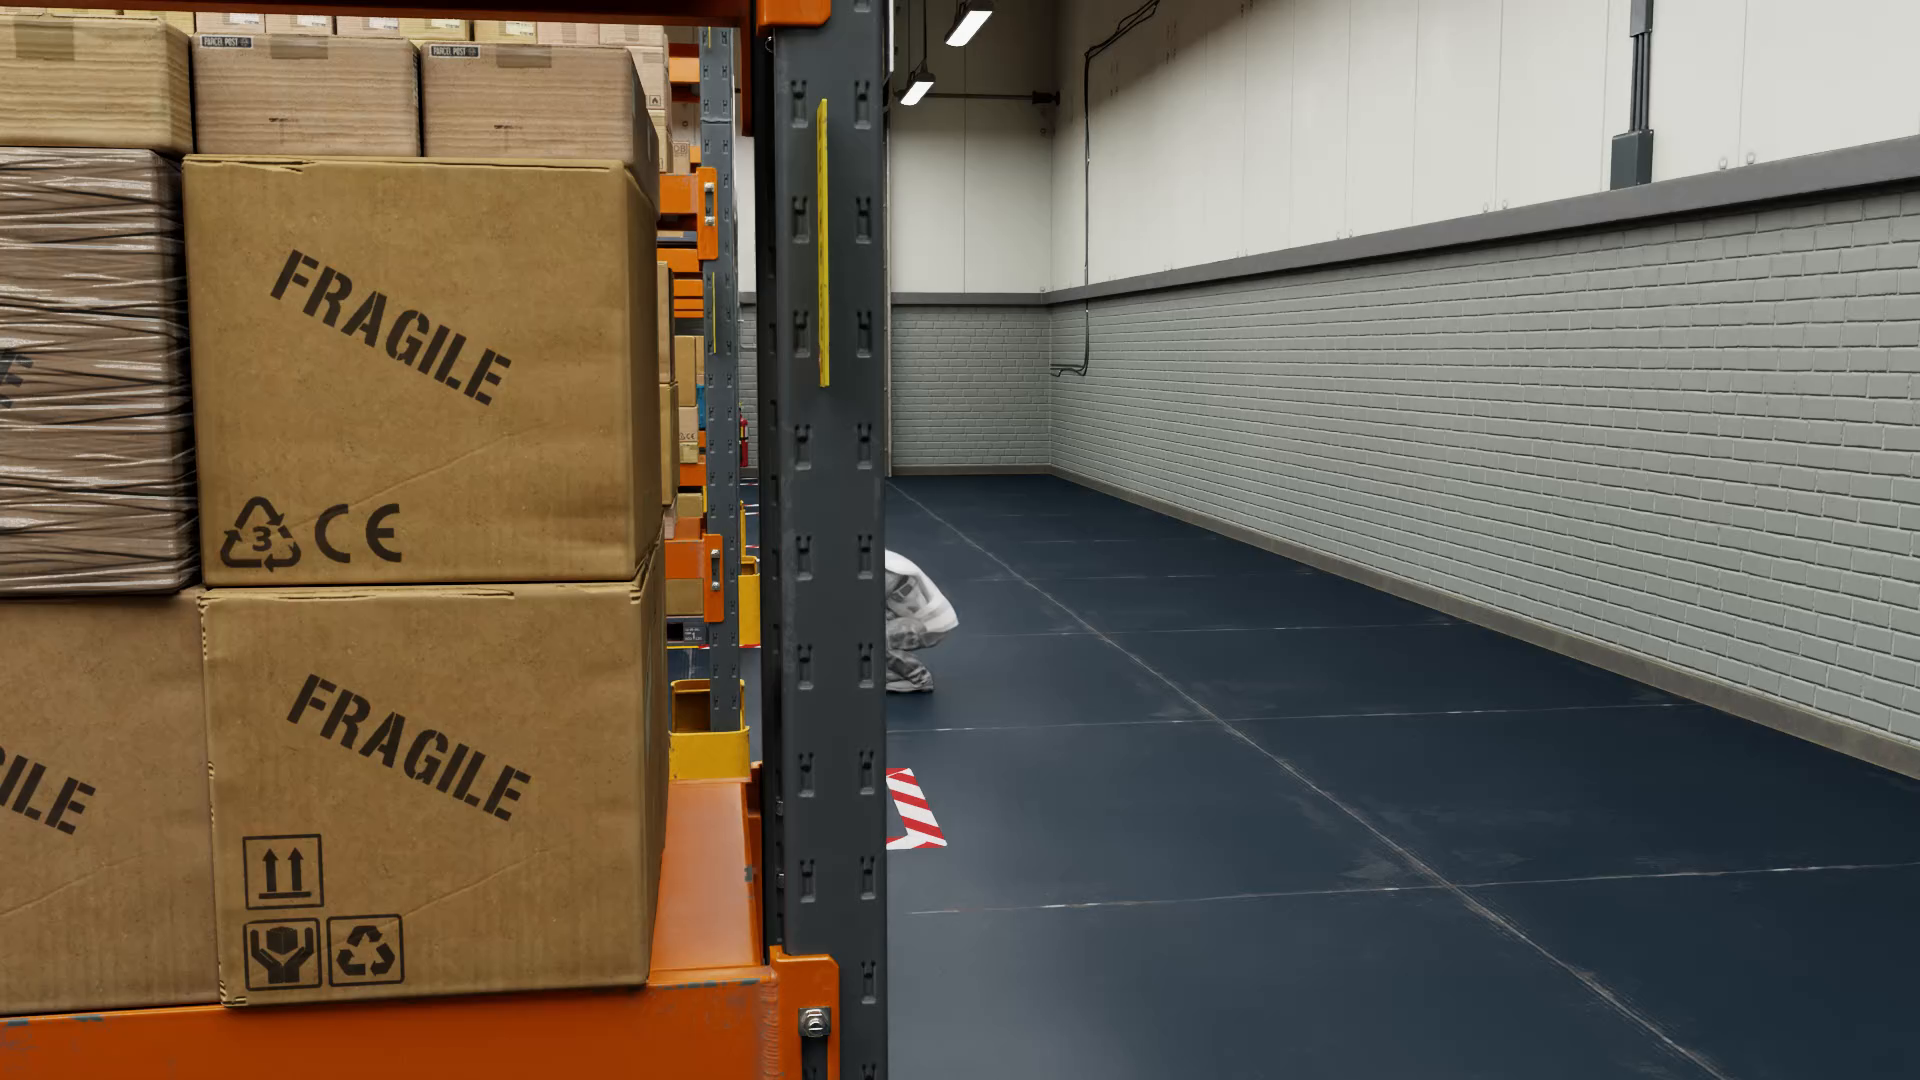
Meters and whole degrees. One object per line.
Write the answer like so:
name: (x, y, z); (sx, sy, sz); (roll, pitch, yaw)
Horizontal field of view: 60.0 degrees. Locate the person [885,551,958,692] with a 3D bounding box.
person: (-0.465, 0.439, 10.295); (0.901, 0.993, 0.561); (-1, 6, -9)
